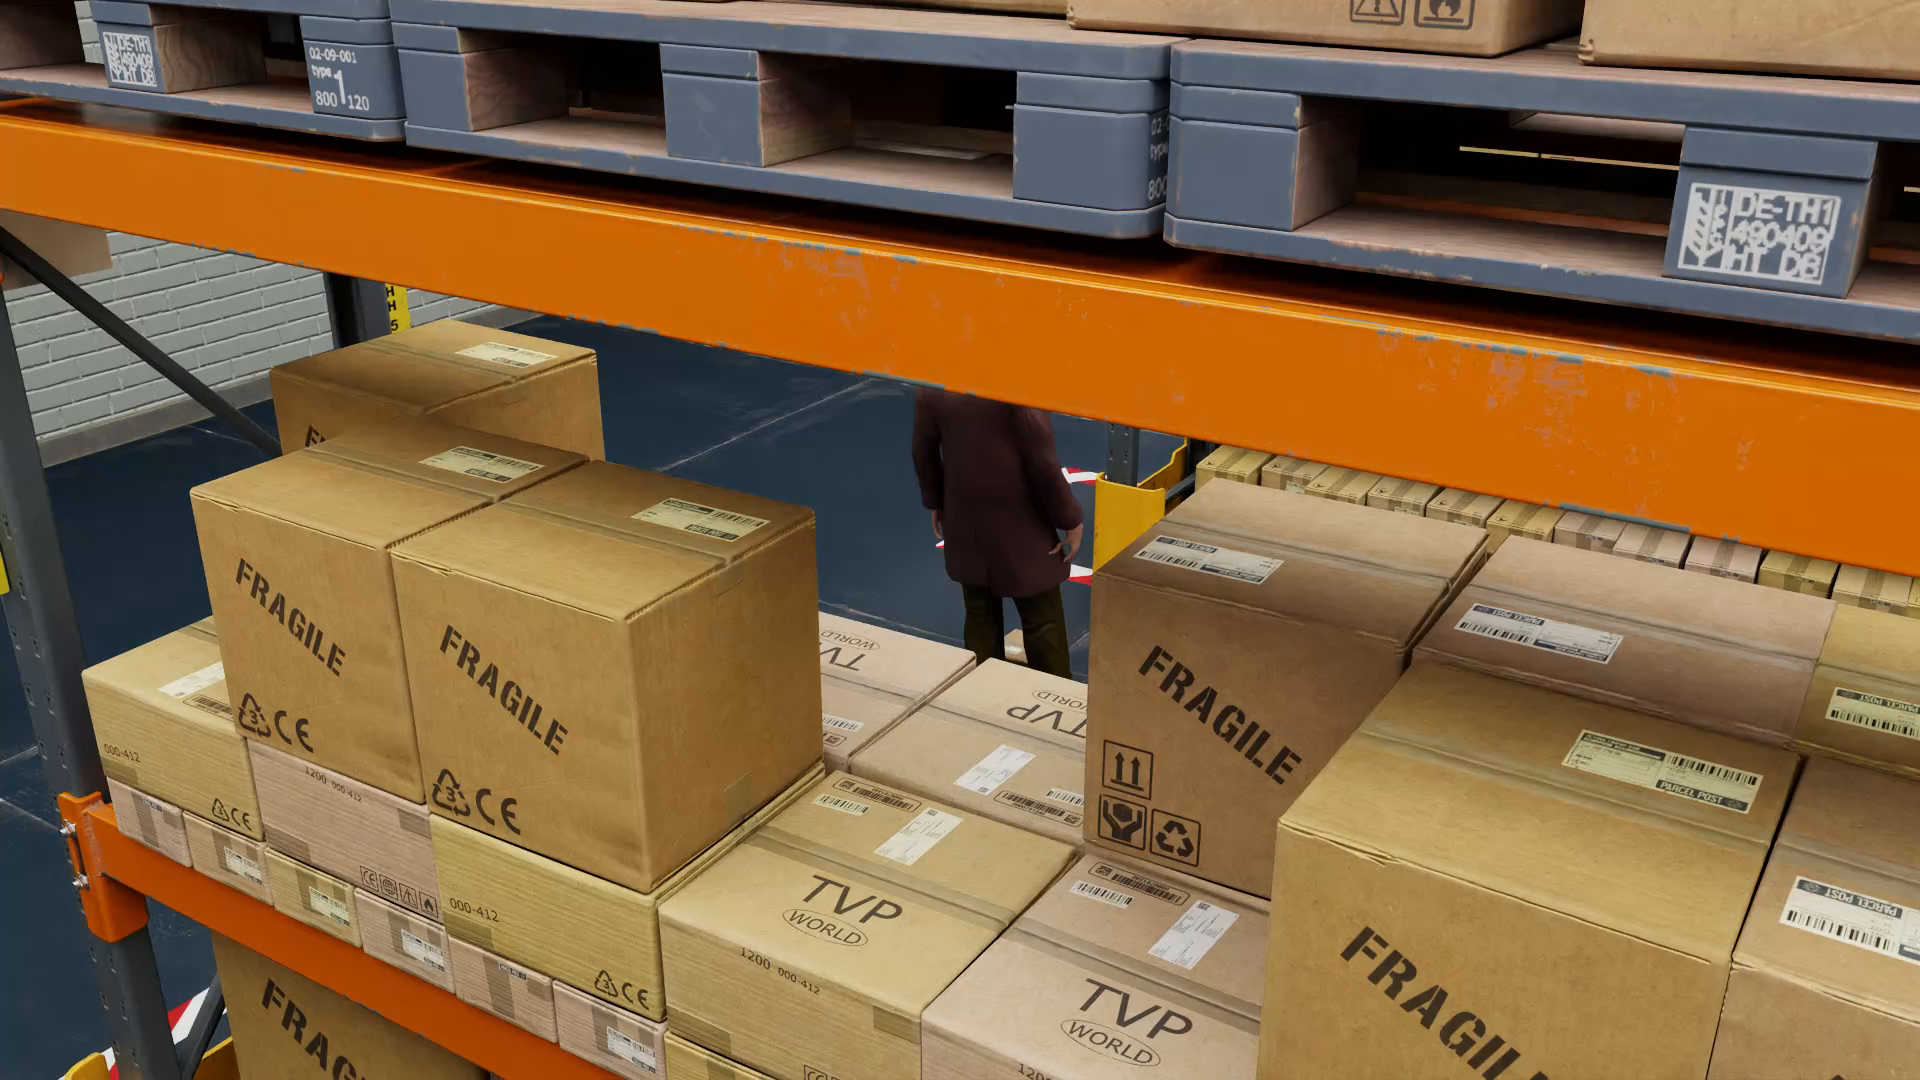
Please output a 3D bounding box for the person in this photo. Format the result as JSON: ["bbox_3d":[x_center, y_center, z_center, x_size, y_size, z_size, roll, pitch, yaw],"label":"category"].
[{"bbox_3d":[0.190,-0.096,6.318,0.695,1.776,0.582,14,26,29],"label":"person"}]
